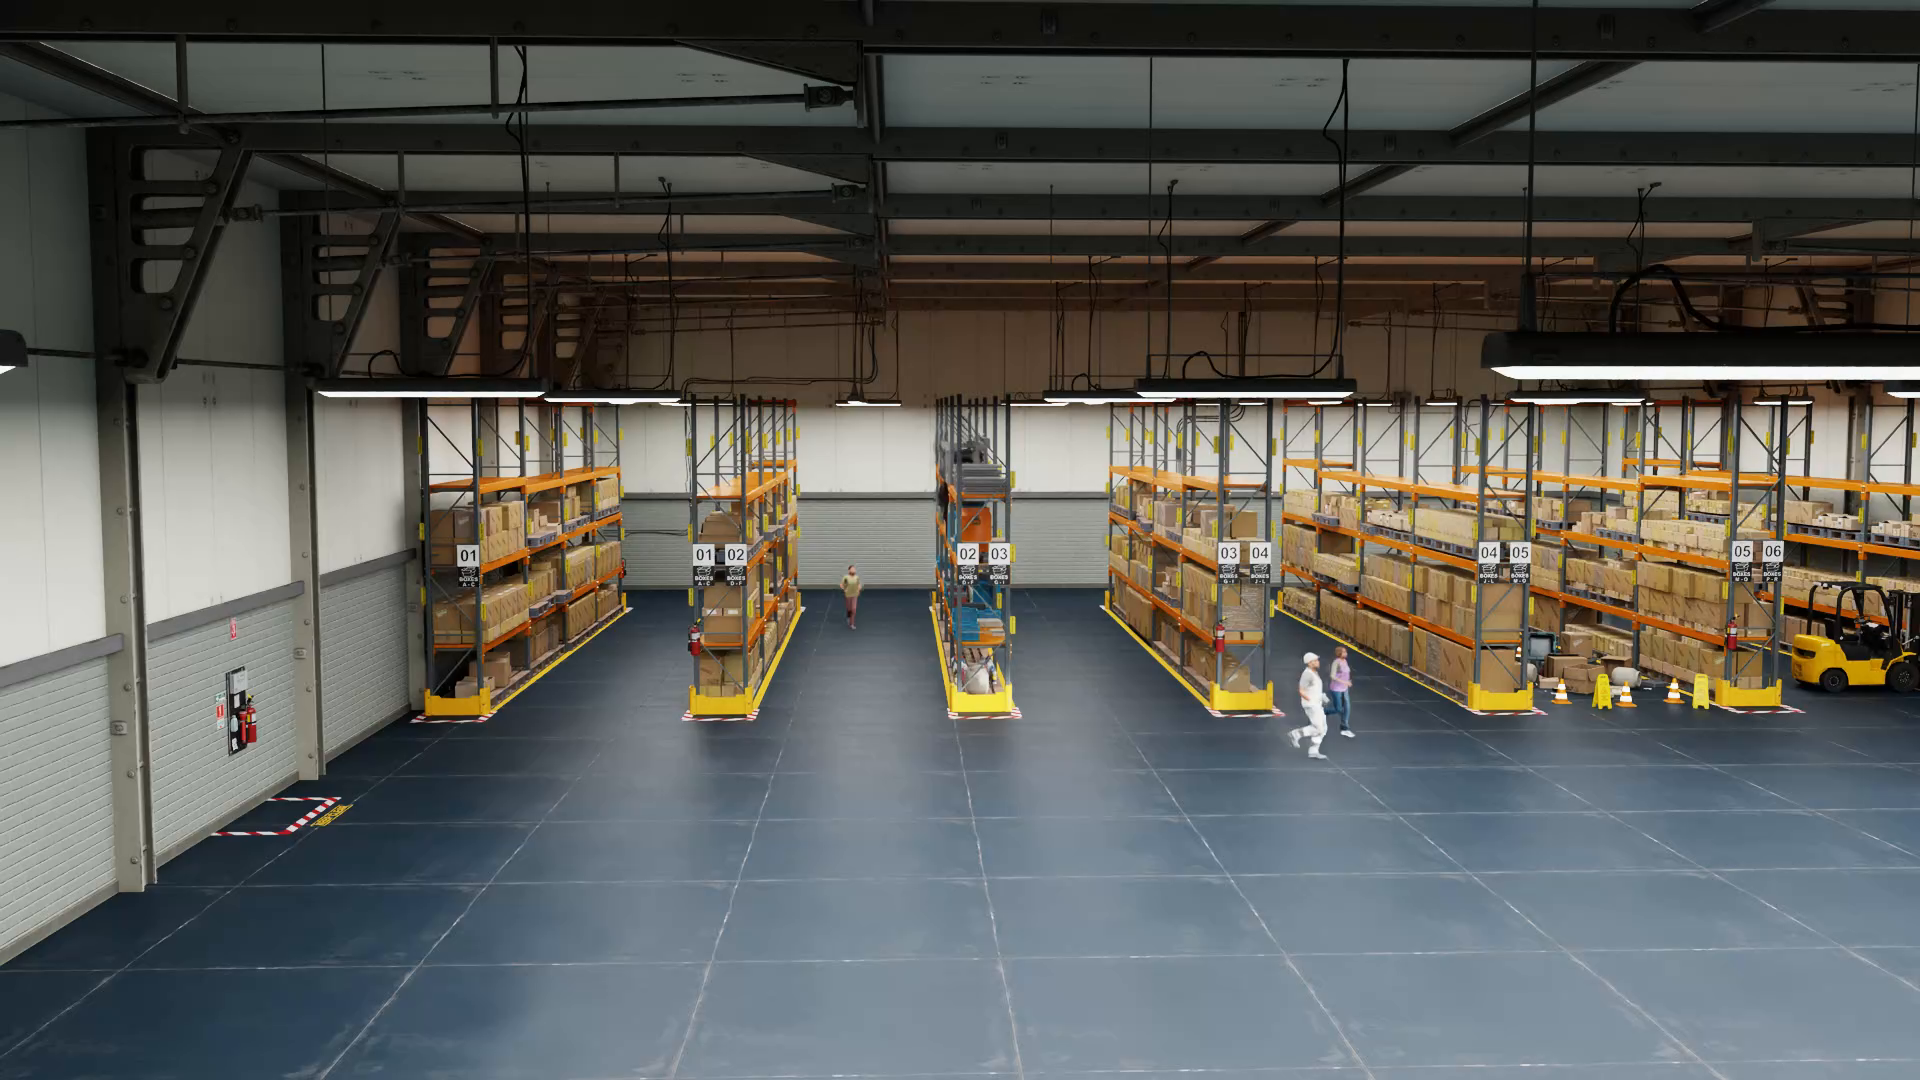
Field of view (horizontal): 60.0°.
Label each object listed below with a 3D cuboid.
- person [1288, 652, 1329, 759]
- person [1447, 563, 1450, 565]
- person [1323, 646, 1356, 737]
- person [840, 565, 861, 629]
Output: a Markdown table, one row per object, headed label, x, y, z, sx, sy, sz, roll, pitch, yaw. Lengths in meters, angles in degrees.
| label | x | y | z | sx | sy | sz | roll | pitch | yaw |
| --- | --- | --- | --- | --- | --- | --- | --- | --- | --- |
| person | 5.724 | 2.710 | 27.287 | 0.620 | 1.740 | 0.641 | 2 | 5 | 24 |
| person | 14.644 | 1.019 | 49.368 | 0.637 | 1.681 | 0.674 | 2 | 5 | 26 |
| person | 6.625 | 2.647 | 29.229 | 0.743 | 1.594 | 0.547 | 3 | 6 | 37 |
| person | -2.852 | 1.485 | 43.579 | 0.576 | 1.651 | 0.655 | -1 | 5 | -16 |
